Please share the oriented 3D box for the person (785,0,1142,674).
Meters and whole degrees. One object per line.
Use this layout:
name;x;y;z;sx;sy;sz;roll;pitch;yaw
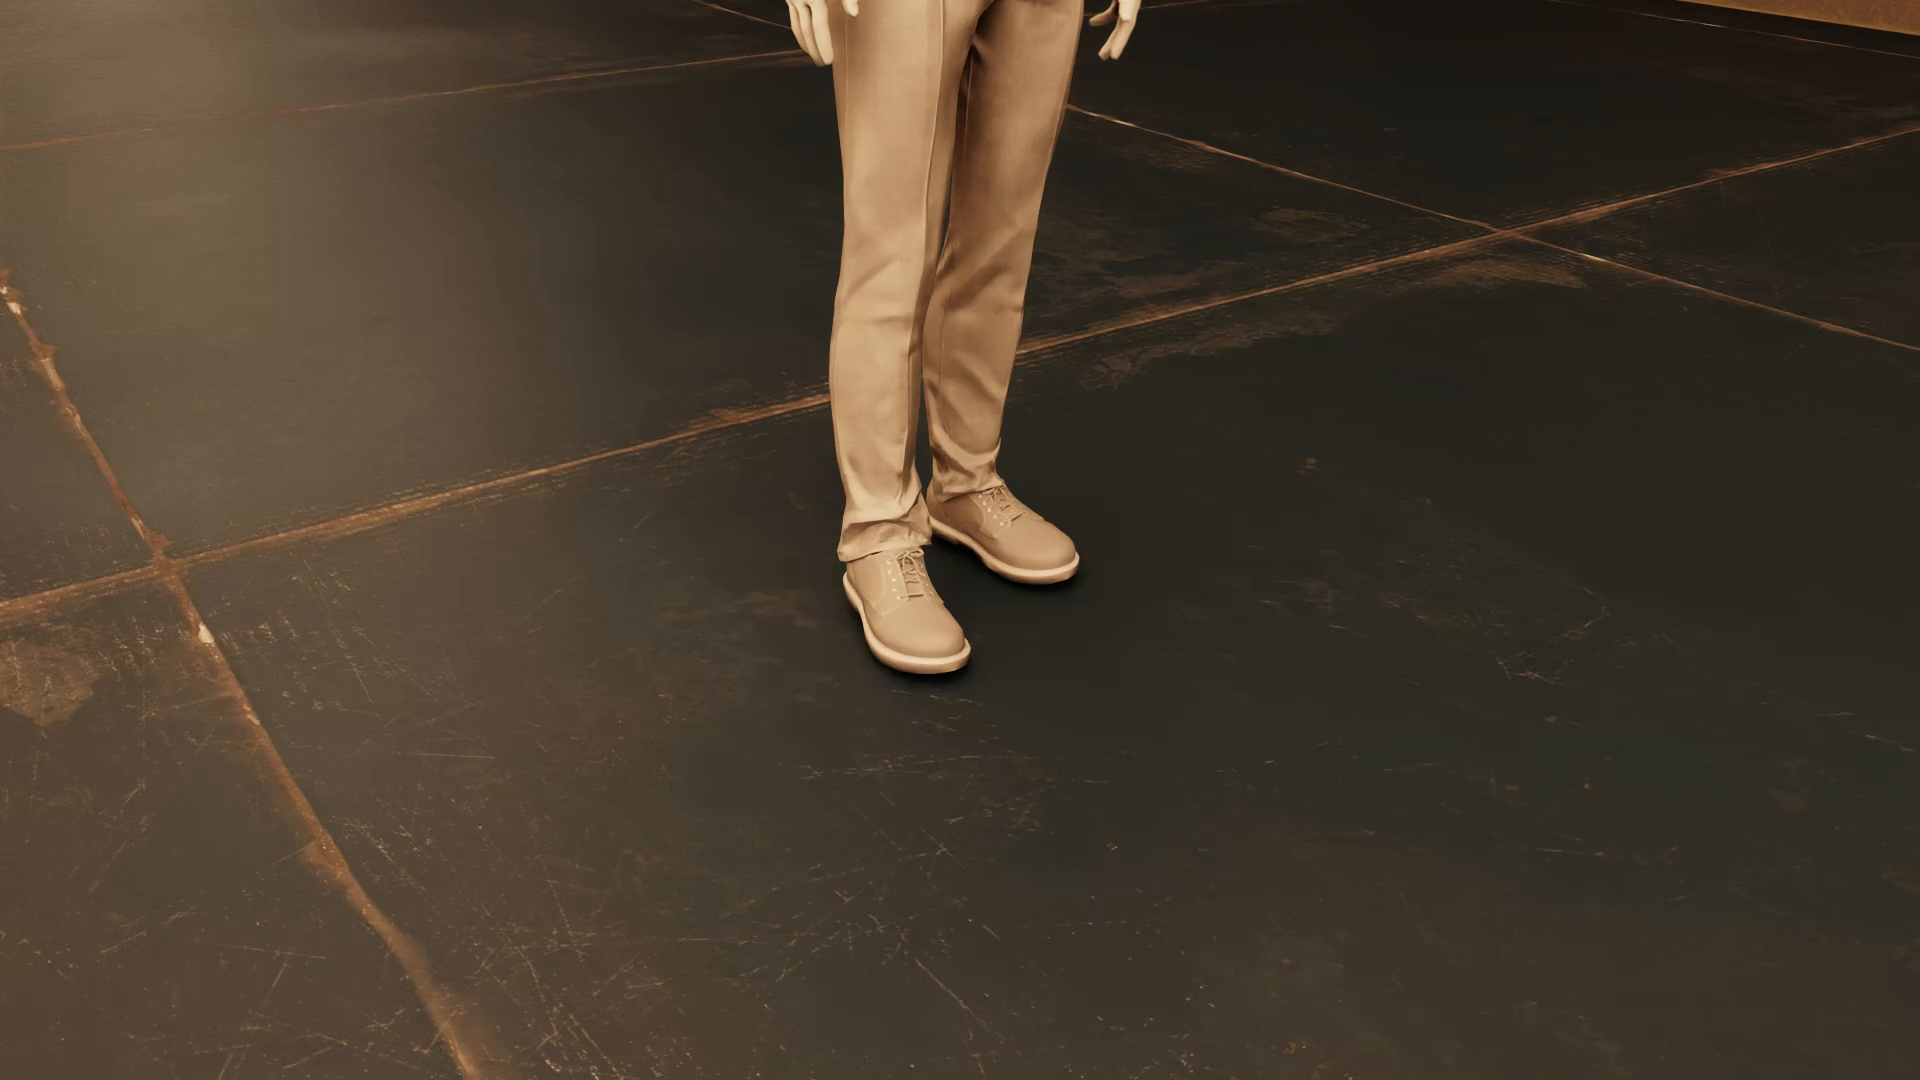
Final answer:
person;0.033;-0.737;2.063;0.586;1.694;0.530;-17;31;-31
